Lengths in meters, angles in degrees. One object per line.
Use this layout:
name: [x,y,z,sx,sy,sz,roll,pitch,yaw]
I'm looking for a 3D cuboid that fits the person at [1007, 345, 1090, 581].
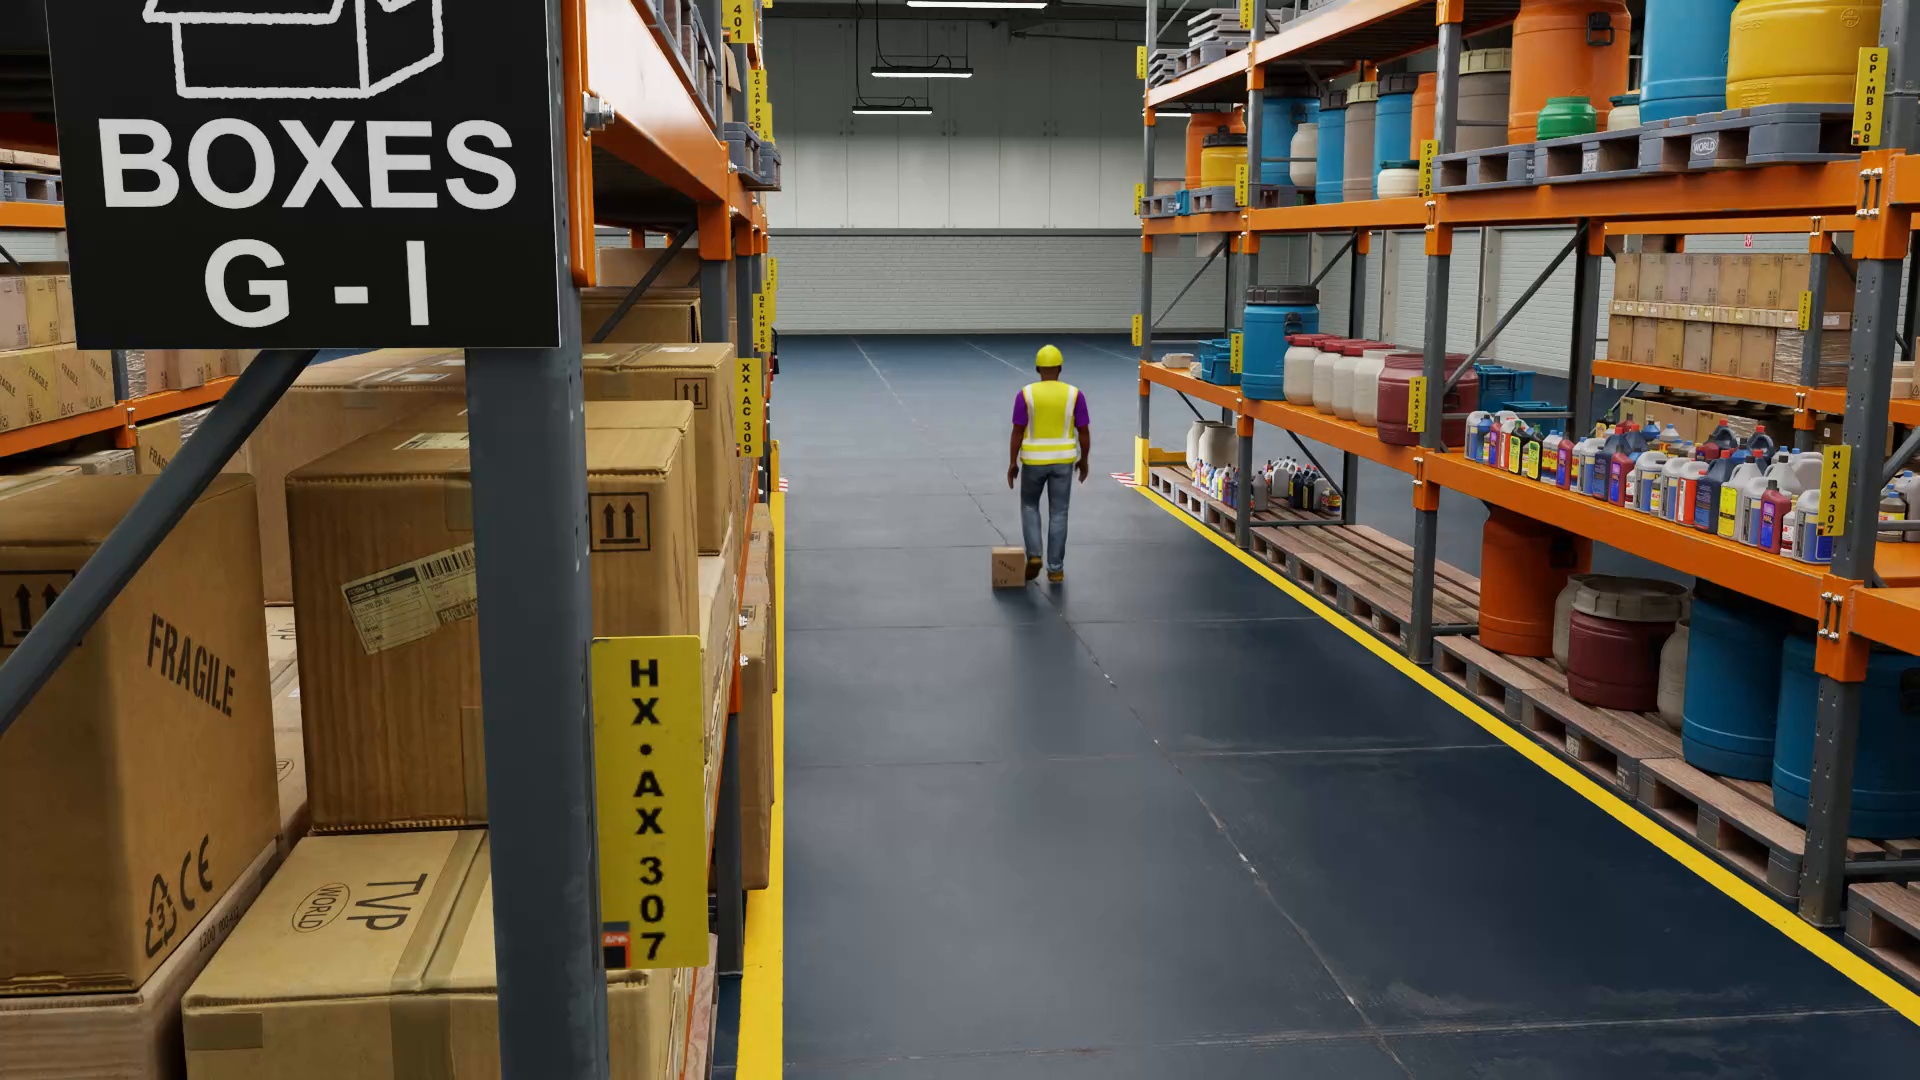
person: [0.670,-0.555,12.542,0.617,1.823,0.563,1,10,4]
